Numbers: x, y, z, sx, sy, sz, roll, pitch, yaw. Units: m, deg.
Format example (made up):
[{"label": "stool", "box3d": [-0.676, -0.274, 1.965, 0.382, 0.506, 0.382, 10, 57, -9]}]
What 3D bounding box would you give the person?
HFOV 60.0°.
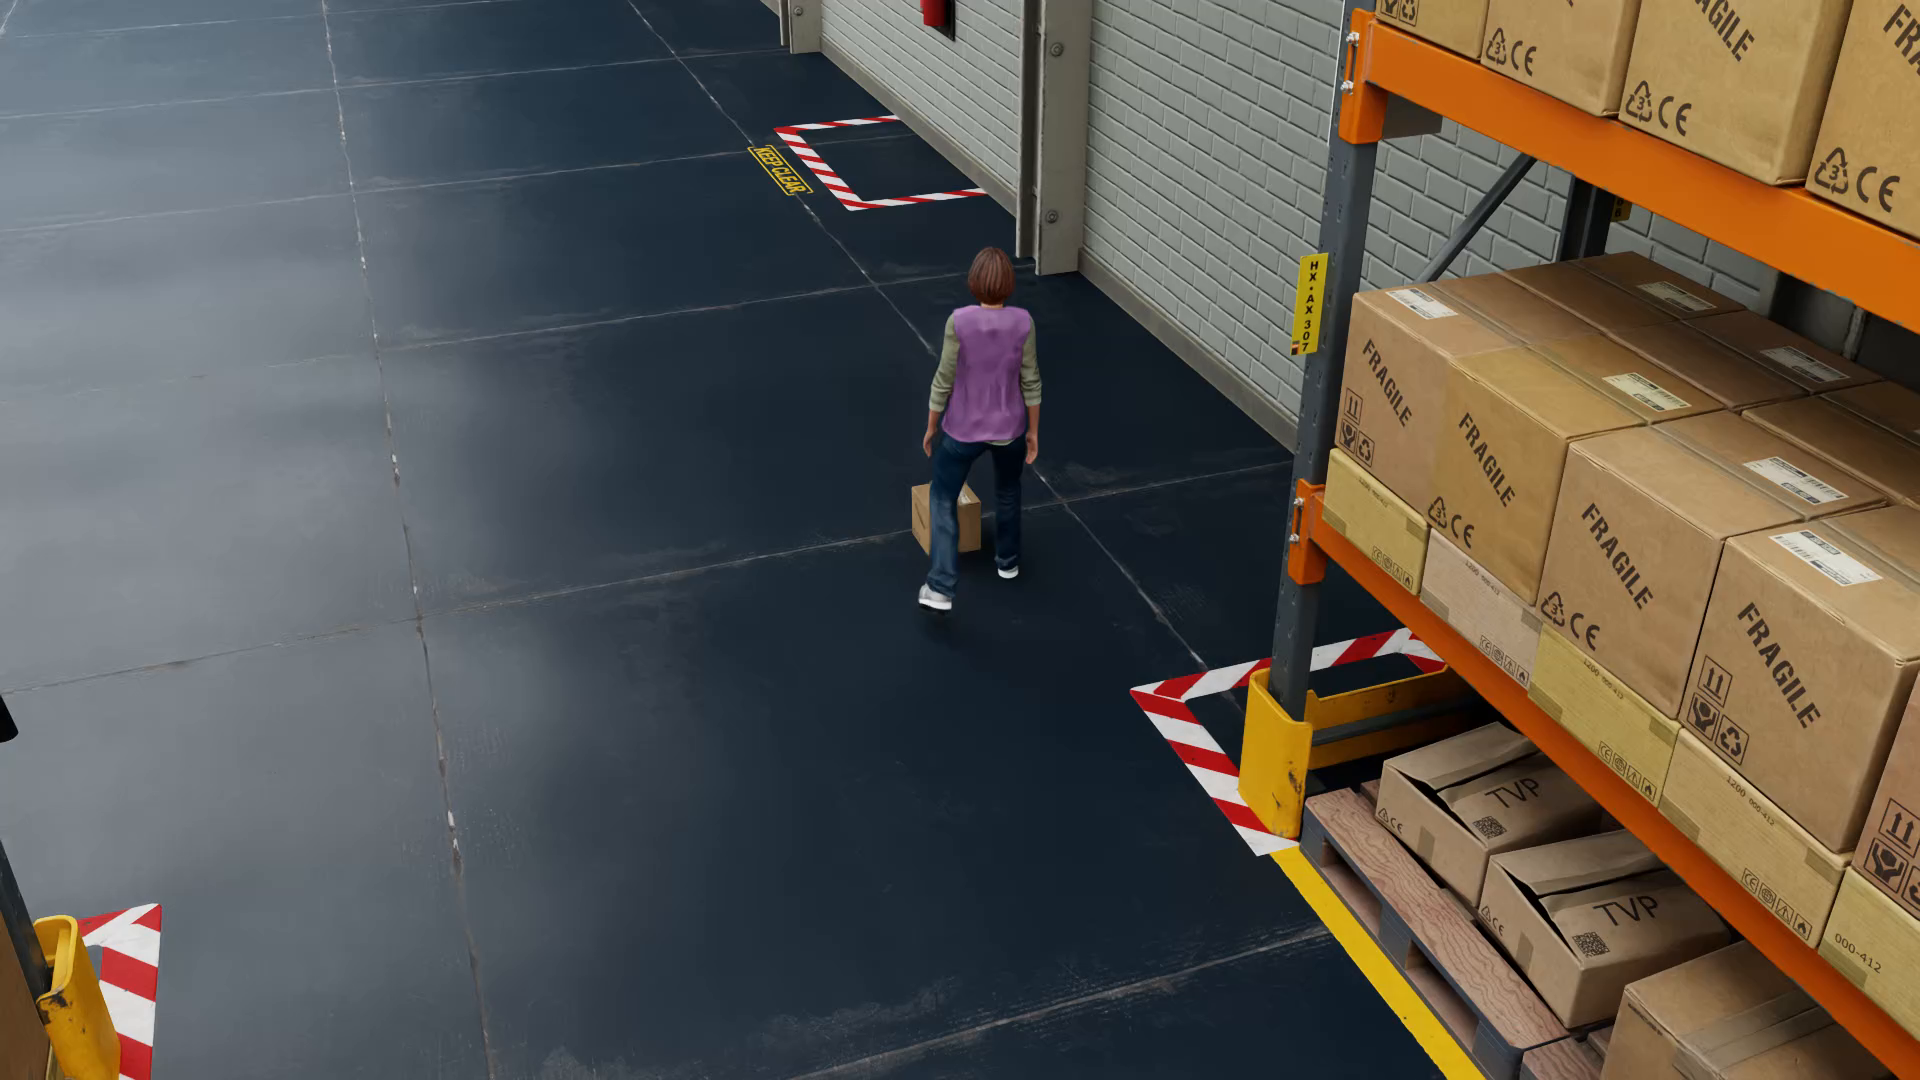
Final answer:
[{"label": "person", "box3d": [0.062, -0.455, 6.909, 0.538, 1.579, 0.680, -5, 31, -8]}]
